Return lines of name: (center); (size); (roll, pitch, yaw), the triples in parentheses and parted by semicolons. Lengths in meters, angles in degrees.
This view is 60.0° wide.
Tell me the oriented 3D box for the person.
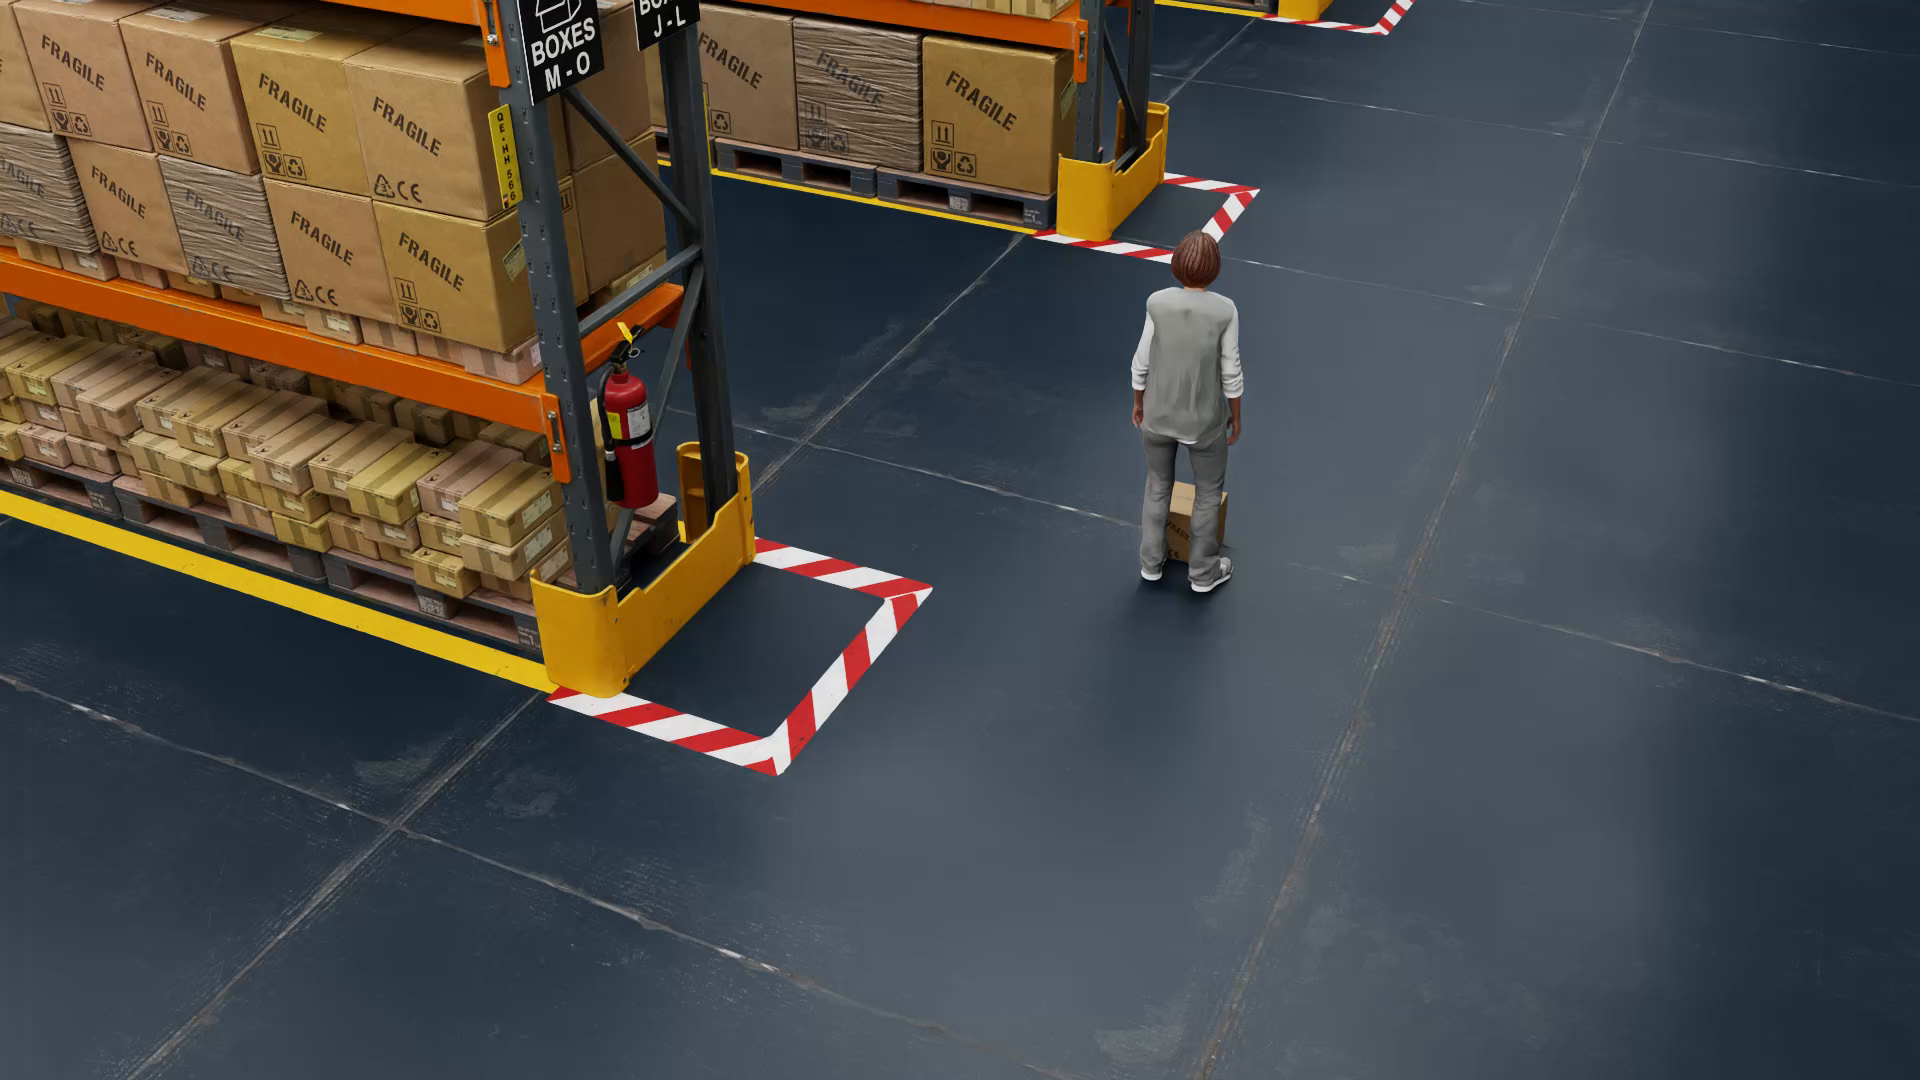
person: (0.939, -0.499, 6.897); (0.484, 1.582, 0.340); (13, 36, 18)
